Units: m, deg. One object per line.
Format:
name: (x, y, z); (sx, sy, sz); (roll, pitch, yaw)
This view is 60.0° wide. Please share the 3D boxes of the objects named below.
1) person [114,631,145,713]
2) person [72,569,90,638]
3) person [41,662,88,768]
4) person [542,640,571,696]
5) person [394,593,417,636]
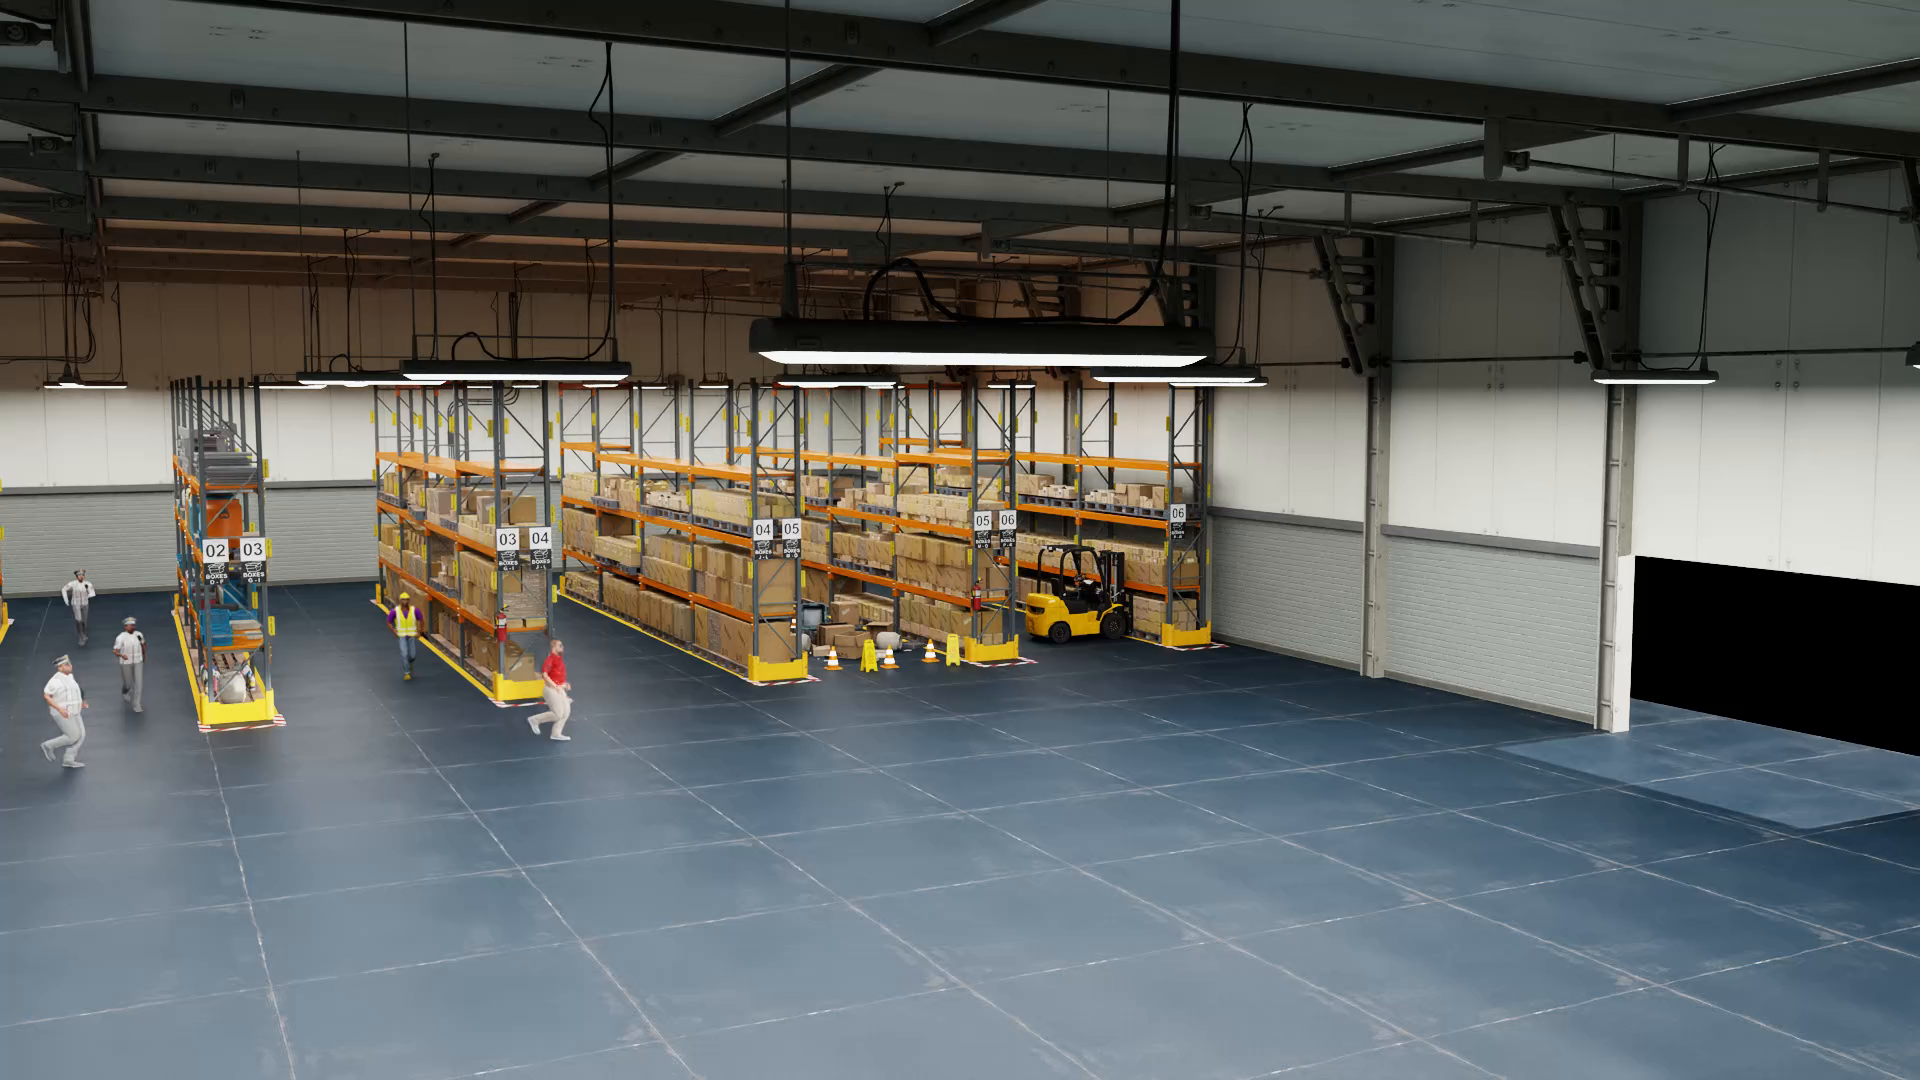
person: (-14.908, 2.352, 29.941); (0.542, 1.442, 0.794); (-4, 7, -39)
person: (-20.037, 1.425, 37.882); (0.374, 1.550, 0.703); (-4, 6, -38)
person: (-13.649, 2.642, 25.341); (0.600, 1.682, 0.670); (0, 5, -2)
person: (-6.602, 2.069, 27.263); (0.381, 0.878, 0.652); (0, 5, 2)
person: (-11.054, 1.490, 33.141); (0.436, 0.883, 0.337); (-3, 6, -26)
